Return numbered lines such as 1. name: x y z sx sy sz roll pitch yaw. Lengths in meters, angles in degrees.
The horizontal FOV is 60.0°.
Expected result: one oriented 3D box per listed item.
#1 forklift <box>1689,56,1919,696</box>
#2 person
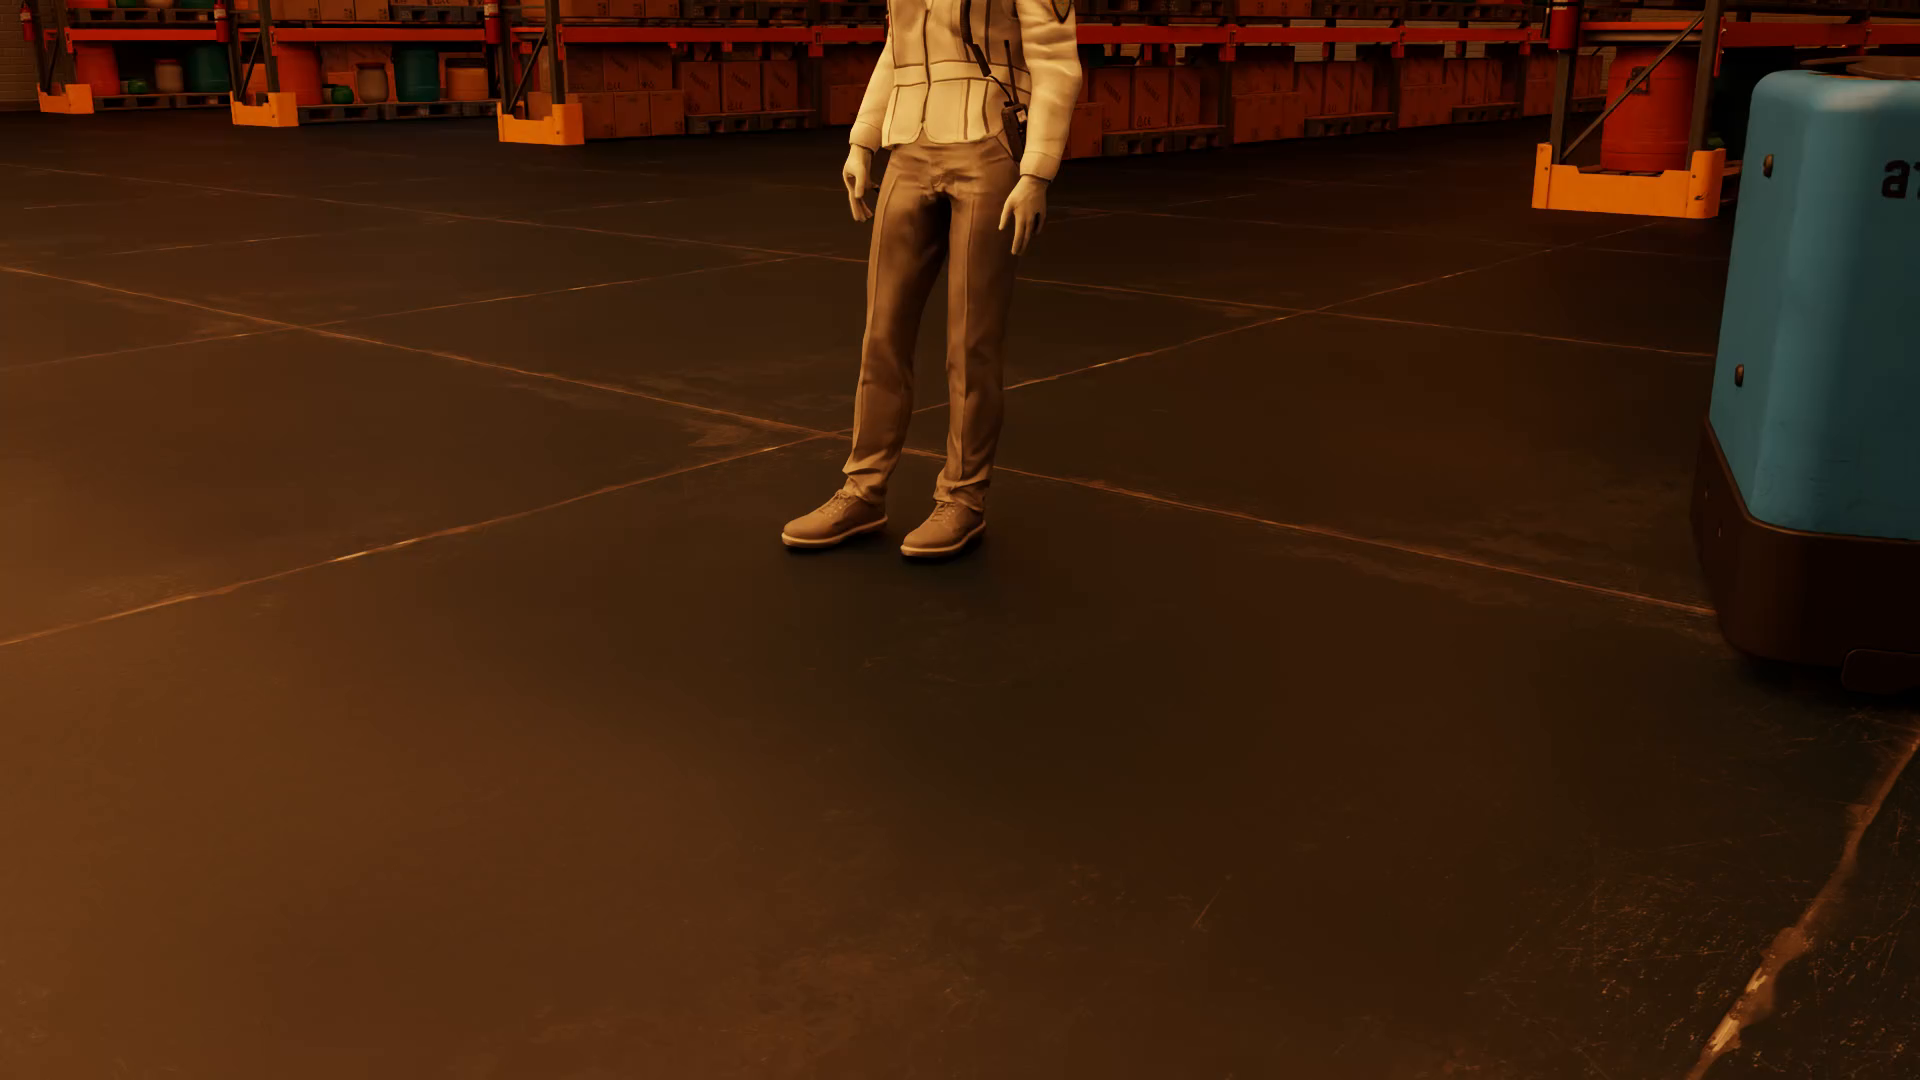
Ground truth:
1. forklift: 2.993 -1.126 2.607 3.031 2.935 1.130 6 18 18
2. person: -0.049 -0.804 3.648 0.586 1.694 0.531 13 21 37
